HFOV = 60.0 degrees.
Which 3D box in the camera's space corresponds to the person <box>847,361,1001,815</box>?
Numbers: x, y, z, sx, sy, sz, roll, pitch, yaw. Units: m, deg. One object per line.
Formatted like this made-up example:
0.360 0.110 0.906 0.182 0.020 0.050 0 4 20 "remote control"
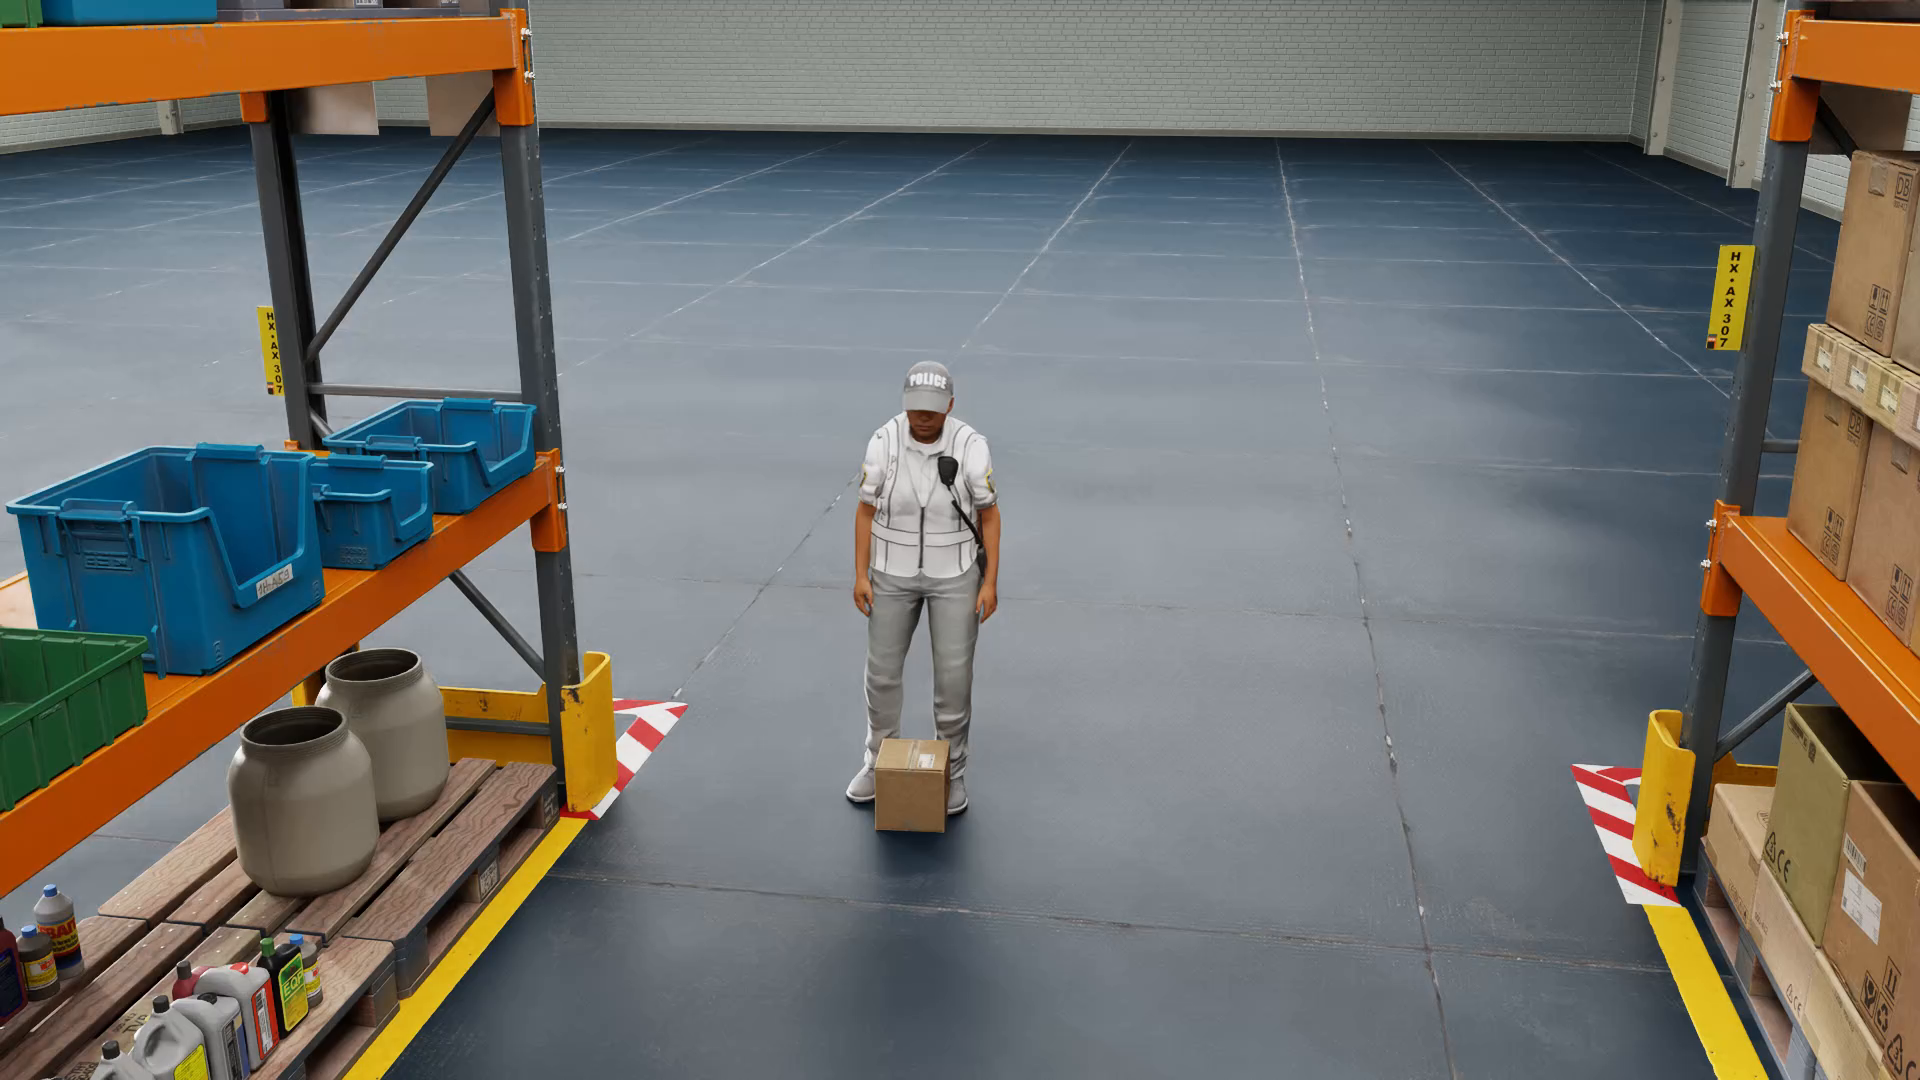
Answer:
-0.138 0.156 6.063 0.563 1.667 0.463 2 18 6 "person"
